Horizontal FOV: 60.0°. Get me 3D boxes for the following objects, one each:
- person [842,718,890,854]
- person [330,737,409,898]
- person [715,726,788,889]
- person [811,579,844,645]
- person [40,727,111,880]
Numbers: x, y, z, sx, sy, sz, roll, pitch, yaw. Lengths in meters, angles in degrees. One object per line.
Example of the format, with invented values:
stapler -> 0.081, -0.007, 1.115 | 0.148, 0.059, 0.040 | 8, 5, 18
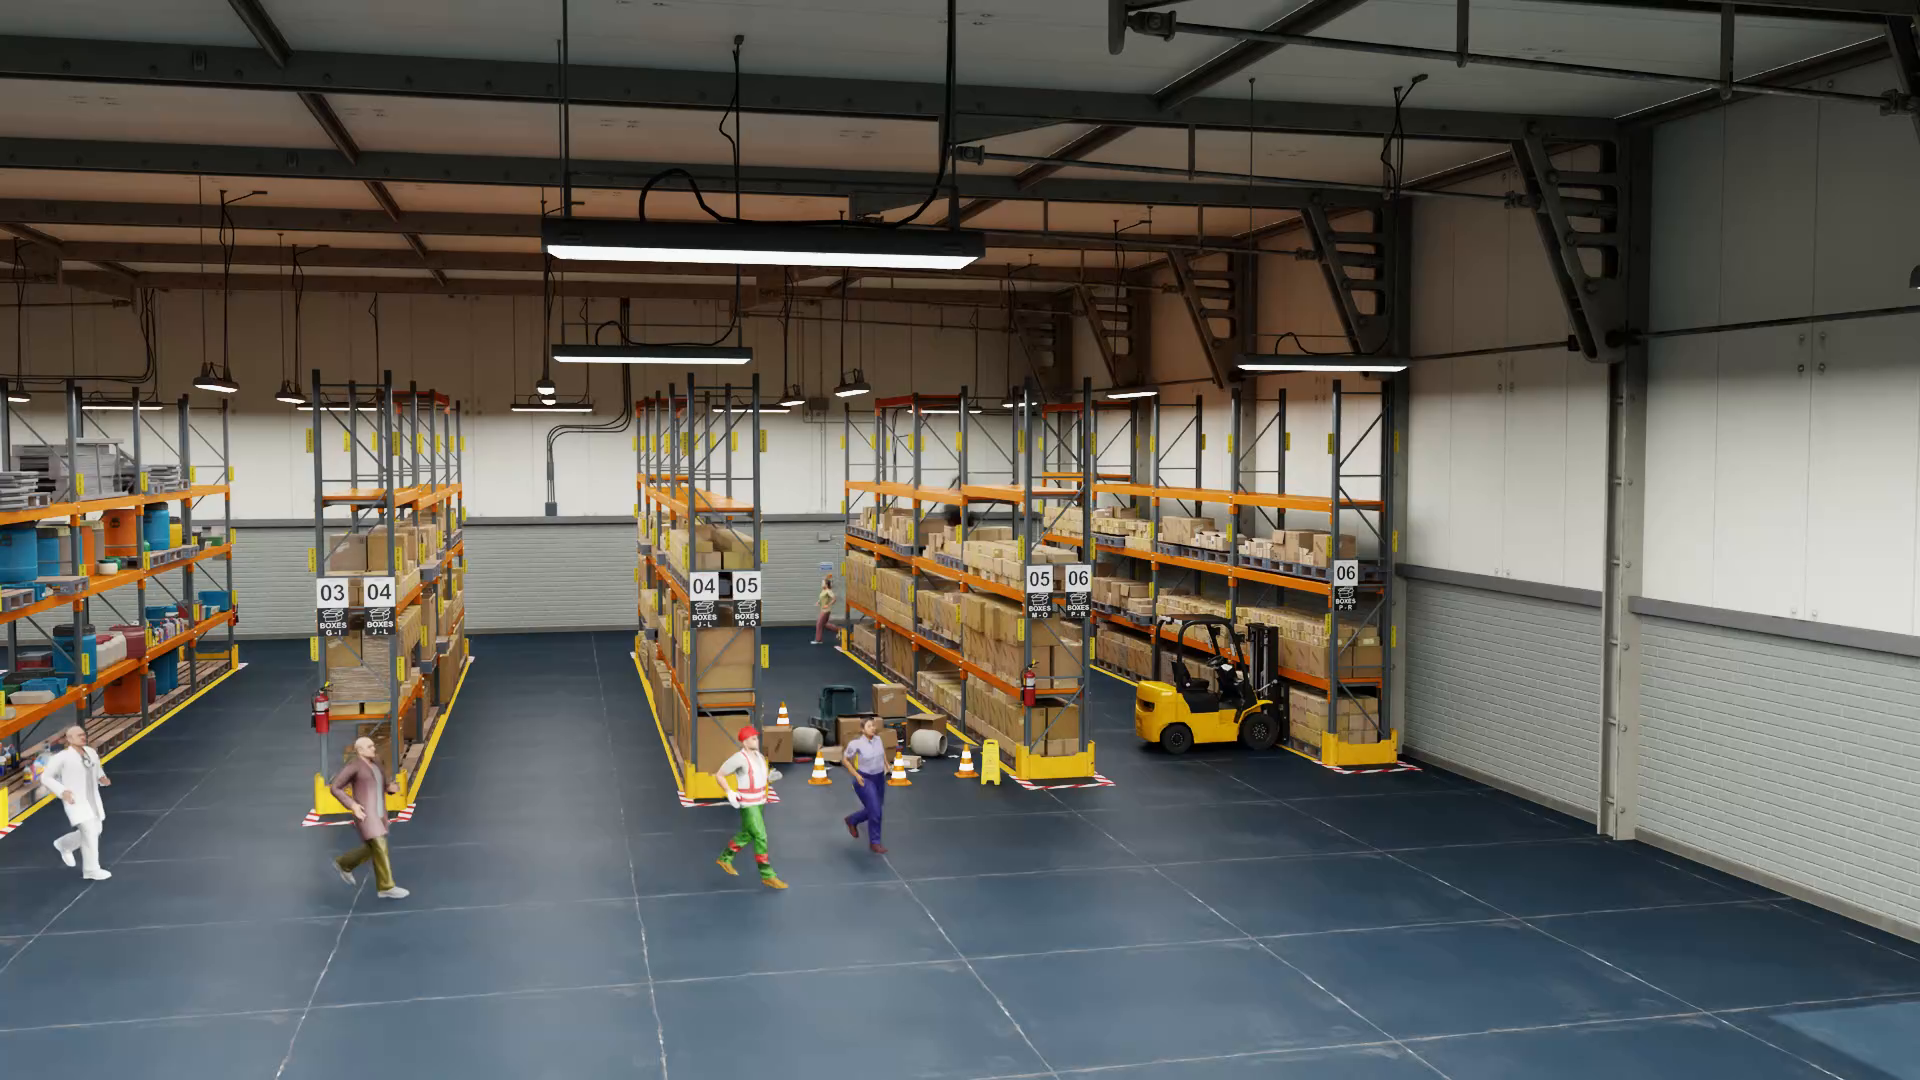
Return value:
person -> -1.137, 3.012, 20.567 | 0.735, 1.648, 0.601 | 3, 5, 43
person -> -6.539, 3.048, 18.346 | 1.021, 1.754, 0.715 | 1, 3, 13
person -> -2.364, 2.990, 18.778 | 0.980, 1.787, 0.659 | 1, 4, 22
person -> -3.307, 1.791, 41.524 | 0.846, 1.650, 0.582 | -1, 3, -15
person -> -10.163, 3.021, 19.164 | 0.903, 1.745, 0.720 | 1, 3, 19
